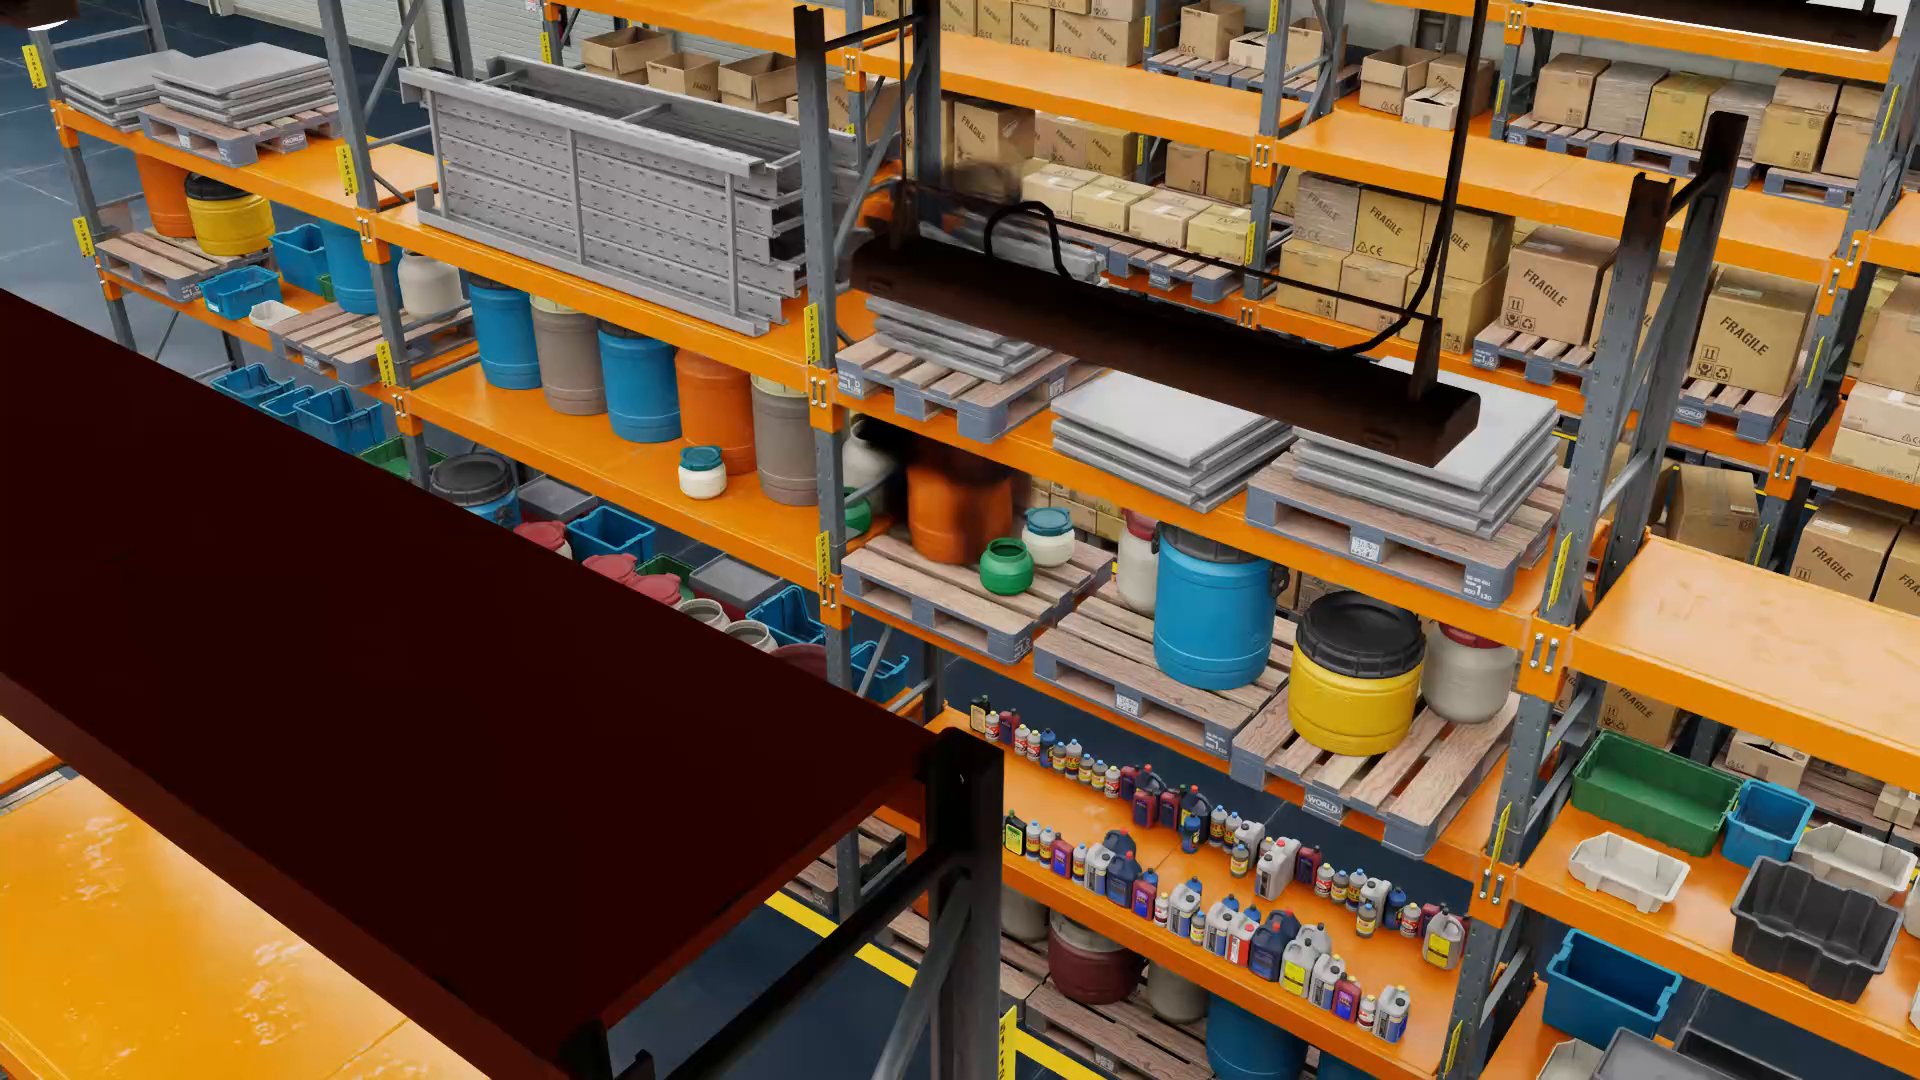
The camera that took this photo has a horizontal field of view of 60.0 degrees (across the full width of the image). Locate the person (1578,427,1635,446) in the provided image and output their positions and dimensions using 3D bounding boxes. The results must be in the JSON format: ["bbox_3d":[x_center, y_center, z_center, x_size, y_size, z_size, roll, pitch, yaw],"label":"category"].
[{"bbox_3d":[6.081,-0.930,15.296,0.859,1.565,0.639,9,33,14],"label":"person"}]
